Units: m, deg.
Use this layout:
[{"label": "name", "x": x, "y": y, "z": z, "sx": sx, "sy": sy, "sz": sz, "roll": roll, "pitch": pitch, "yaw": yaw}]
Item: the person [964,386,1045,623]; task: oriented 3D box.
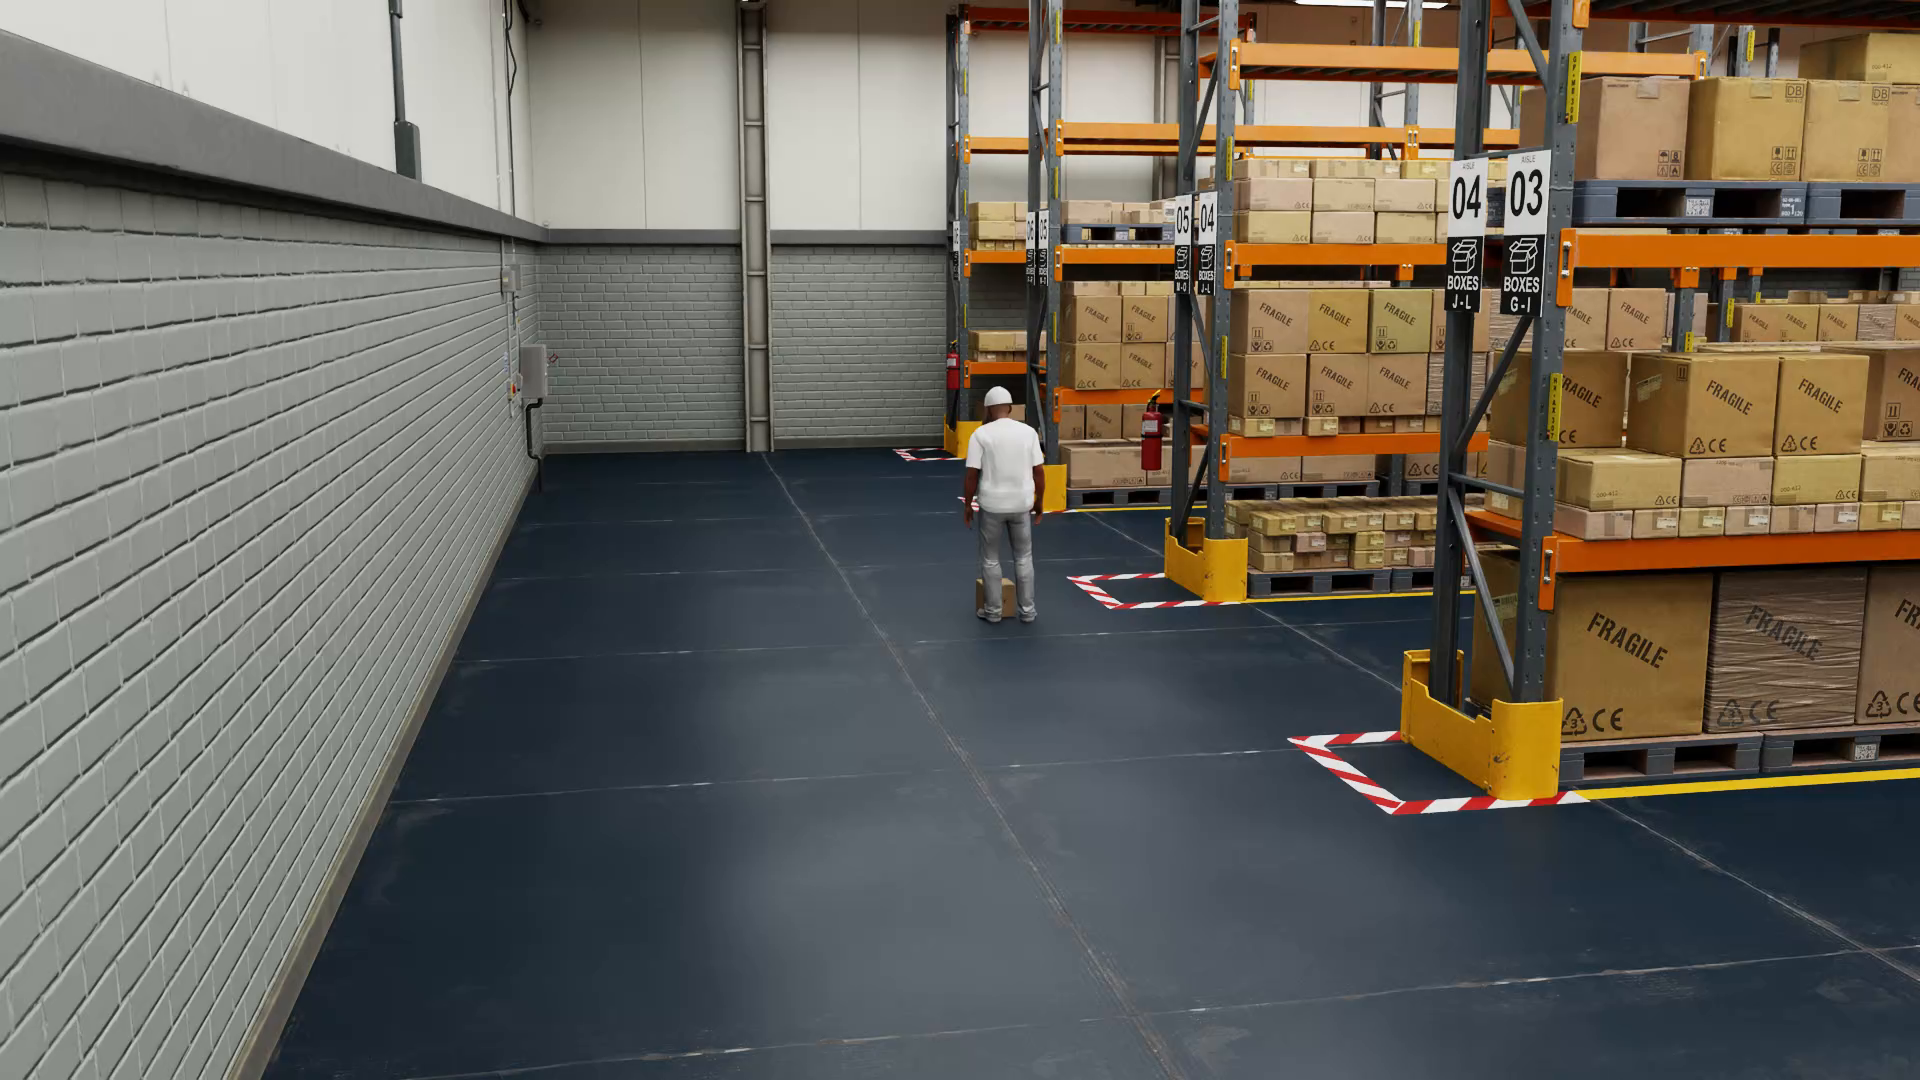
[{"label": "person", "x": 0.324, "y": -0.262, "z": 12.393, "sx": 0.627, "sy": 1.759, "sz": 0.462, "roll": -2, "pitch": 10, "yaw": -14}]
